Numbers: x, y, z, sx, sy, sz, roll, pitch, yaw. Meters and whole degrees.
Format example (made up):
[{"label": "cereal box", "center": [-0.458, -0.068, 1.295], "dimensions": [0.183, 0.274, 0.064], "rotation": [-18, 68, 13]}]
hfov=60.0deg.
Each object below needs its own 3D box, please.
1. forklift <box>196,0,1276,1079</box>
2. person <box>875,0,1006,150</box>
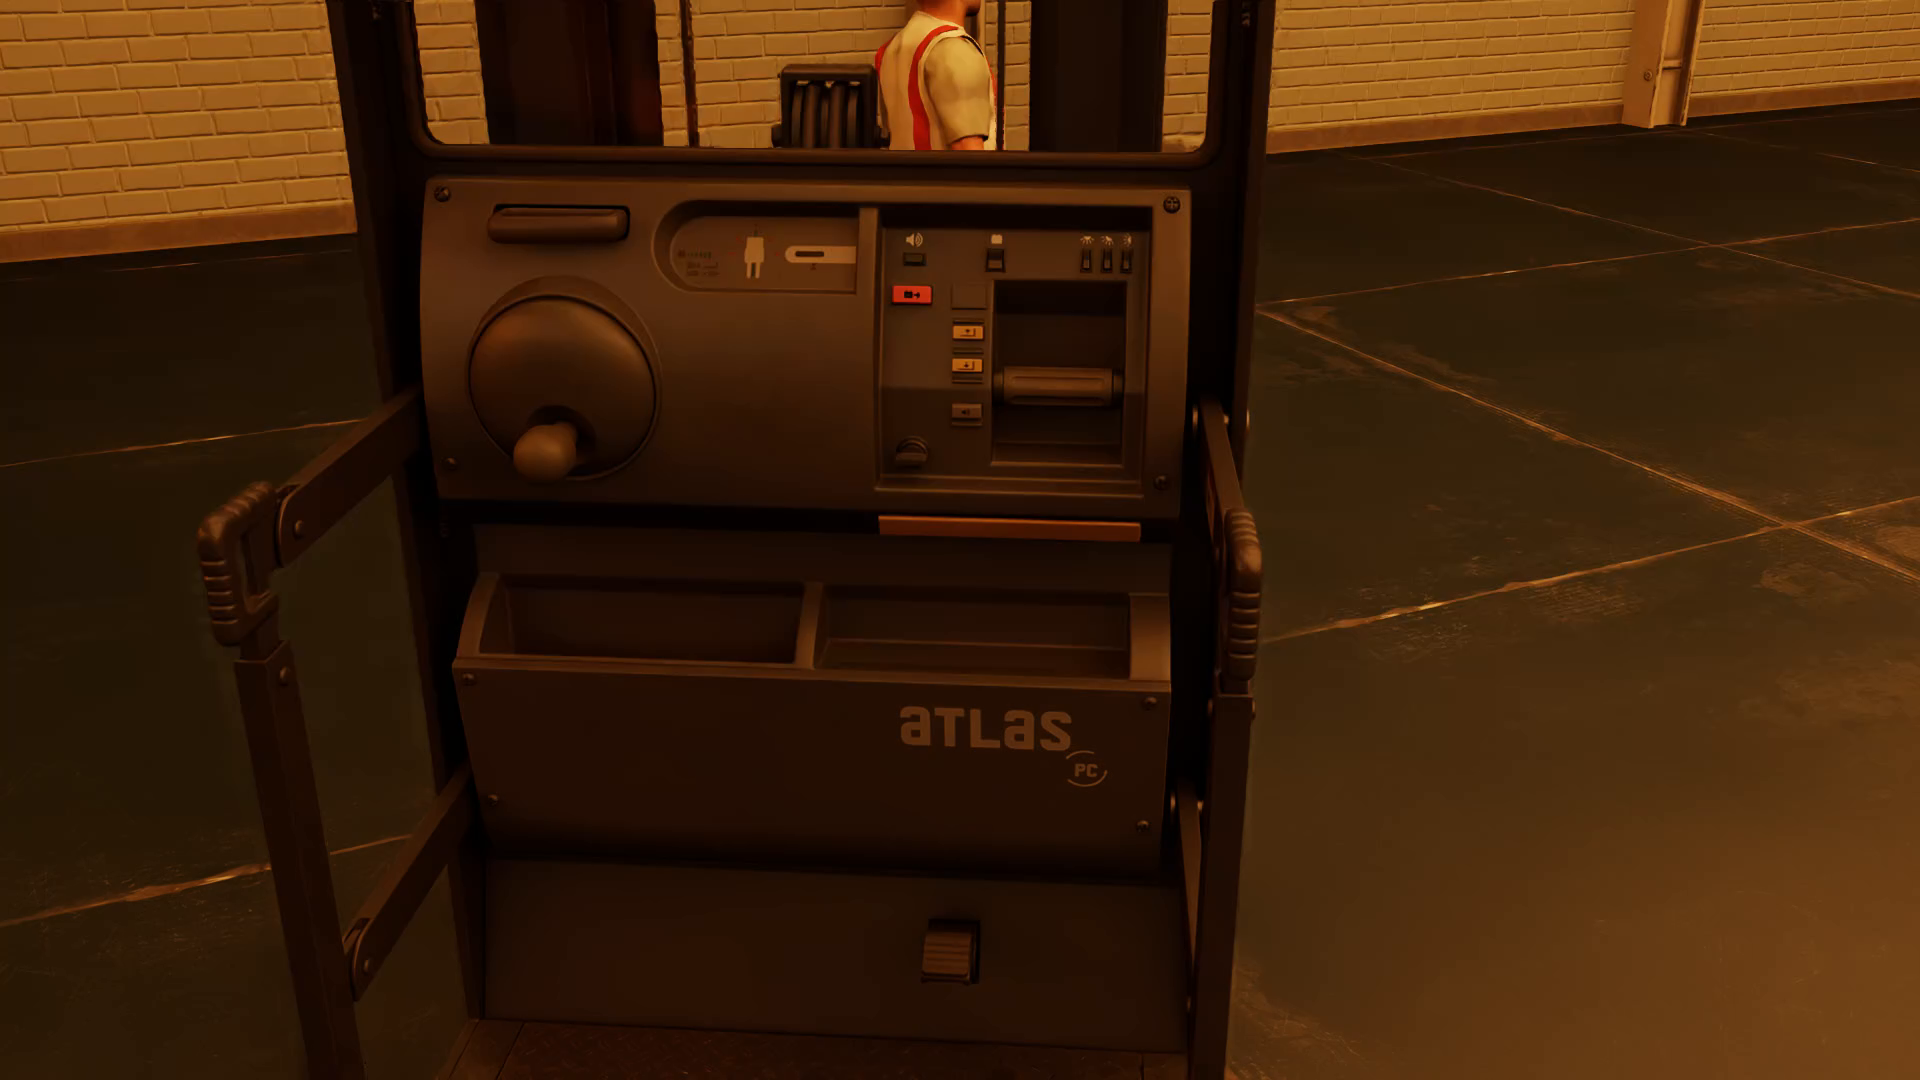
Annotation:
[{"label": "forklift", "center": [-0.205, -0.220, 1.815], "dimensions": [1.130, 2.935, 3.031], "rotation": [2, 23, 4]}, {"label": "person", "center": [0.078, -0.842, 4.784], "dimensions": [0.562, 1.789, 0.638], "rotation": [-10, 25, -23]}]
